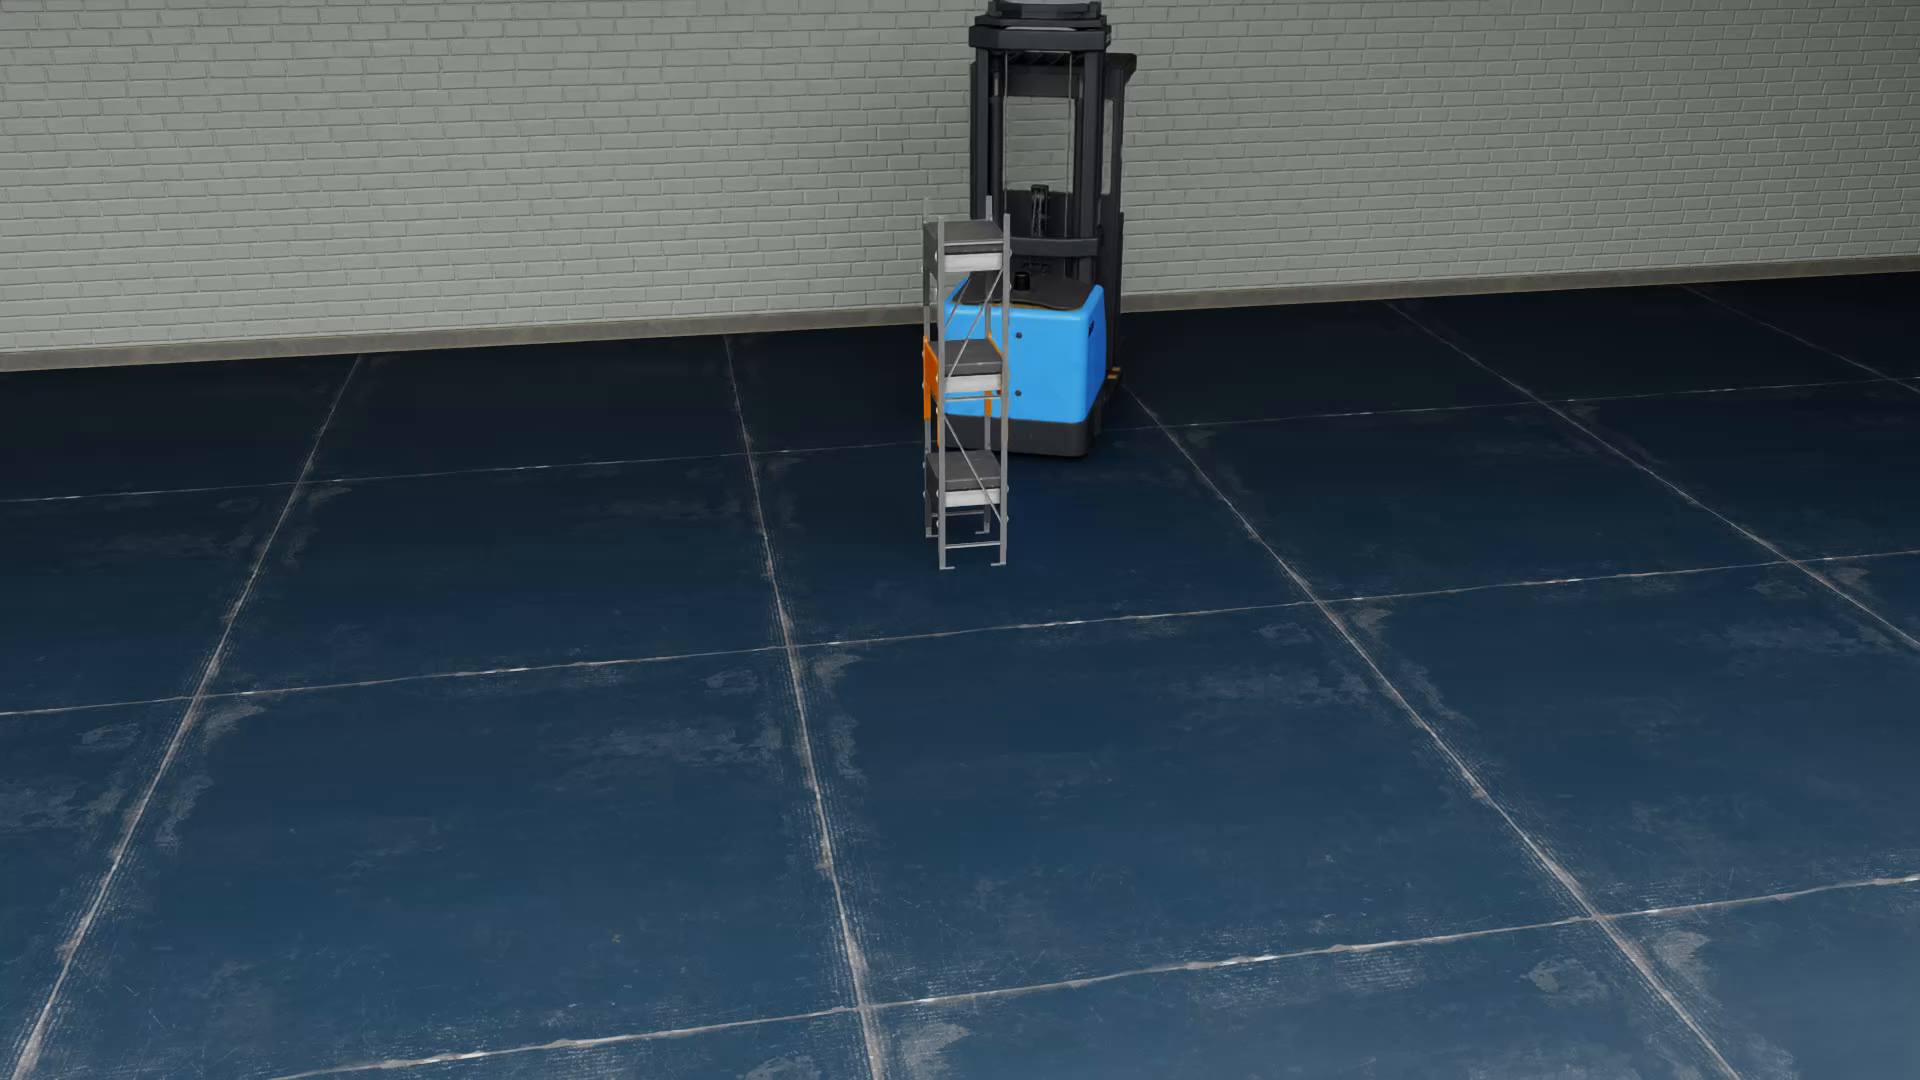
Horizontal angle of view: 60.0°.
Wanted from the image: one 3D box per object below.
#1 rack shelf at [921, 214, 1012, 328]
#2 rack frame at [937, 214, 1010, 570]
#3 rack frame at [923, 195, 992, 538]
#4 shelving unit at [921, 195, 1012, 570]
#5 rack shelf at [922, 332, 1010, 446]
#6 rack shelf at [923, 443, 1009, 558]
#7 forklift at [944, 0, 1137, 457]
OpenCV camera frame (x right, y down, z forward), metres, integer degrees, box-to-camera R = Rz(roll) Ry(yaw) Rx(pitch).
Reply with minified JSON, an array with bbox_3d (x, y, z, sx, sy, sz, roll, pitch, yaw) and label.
[{"bbox_3d":[0.031,-1.526,9.406,0.431,0.518,0.480,-4,24,-10],"label":"rack shelf"},{"bbox_3d":[0.076,-0.801,9.461,0.400,2.100,0.015,-4,24,-10],"label":"rack frame"},{"bbox_3d":[-0.015,-0.993,9.900,0.400,2.100,0.015,-4,24,-10],"label":"rack frame"},{"bbox_3d":[0.031,-0.897,9.681,0.431,2.100,0.503,-4,24,-10],"label":"shelving unit"},{"bbox_3d":[0.031,-0.885,9.686,0.431,0.518,0.480,-4,24,-10],"label":"rack shelf"},{"bbox_3d":[0.031,-0.243,9.966,0.431,0.518,0.480,-4,24,-10],"label":"rack shelf"},{"bbox_3d":[0.666,-2.475,12.255,1.130,2.935,3.031,5,24,11],"label":"forklift"}]
